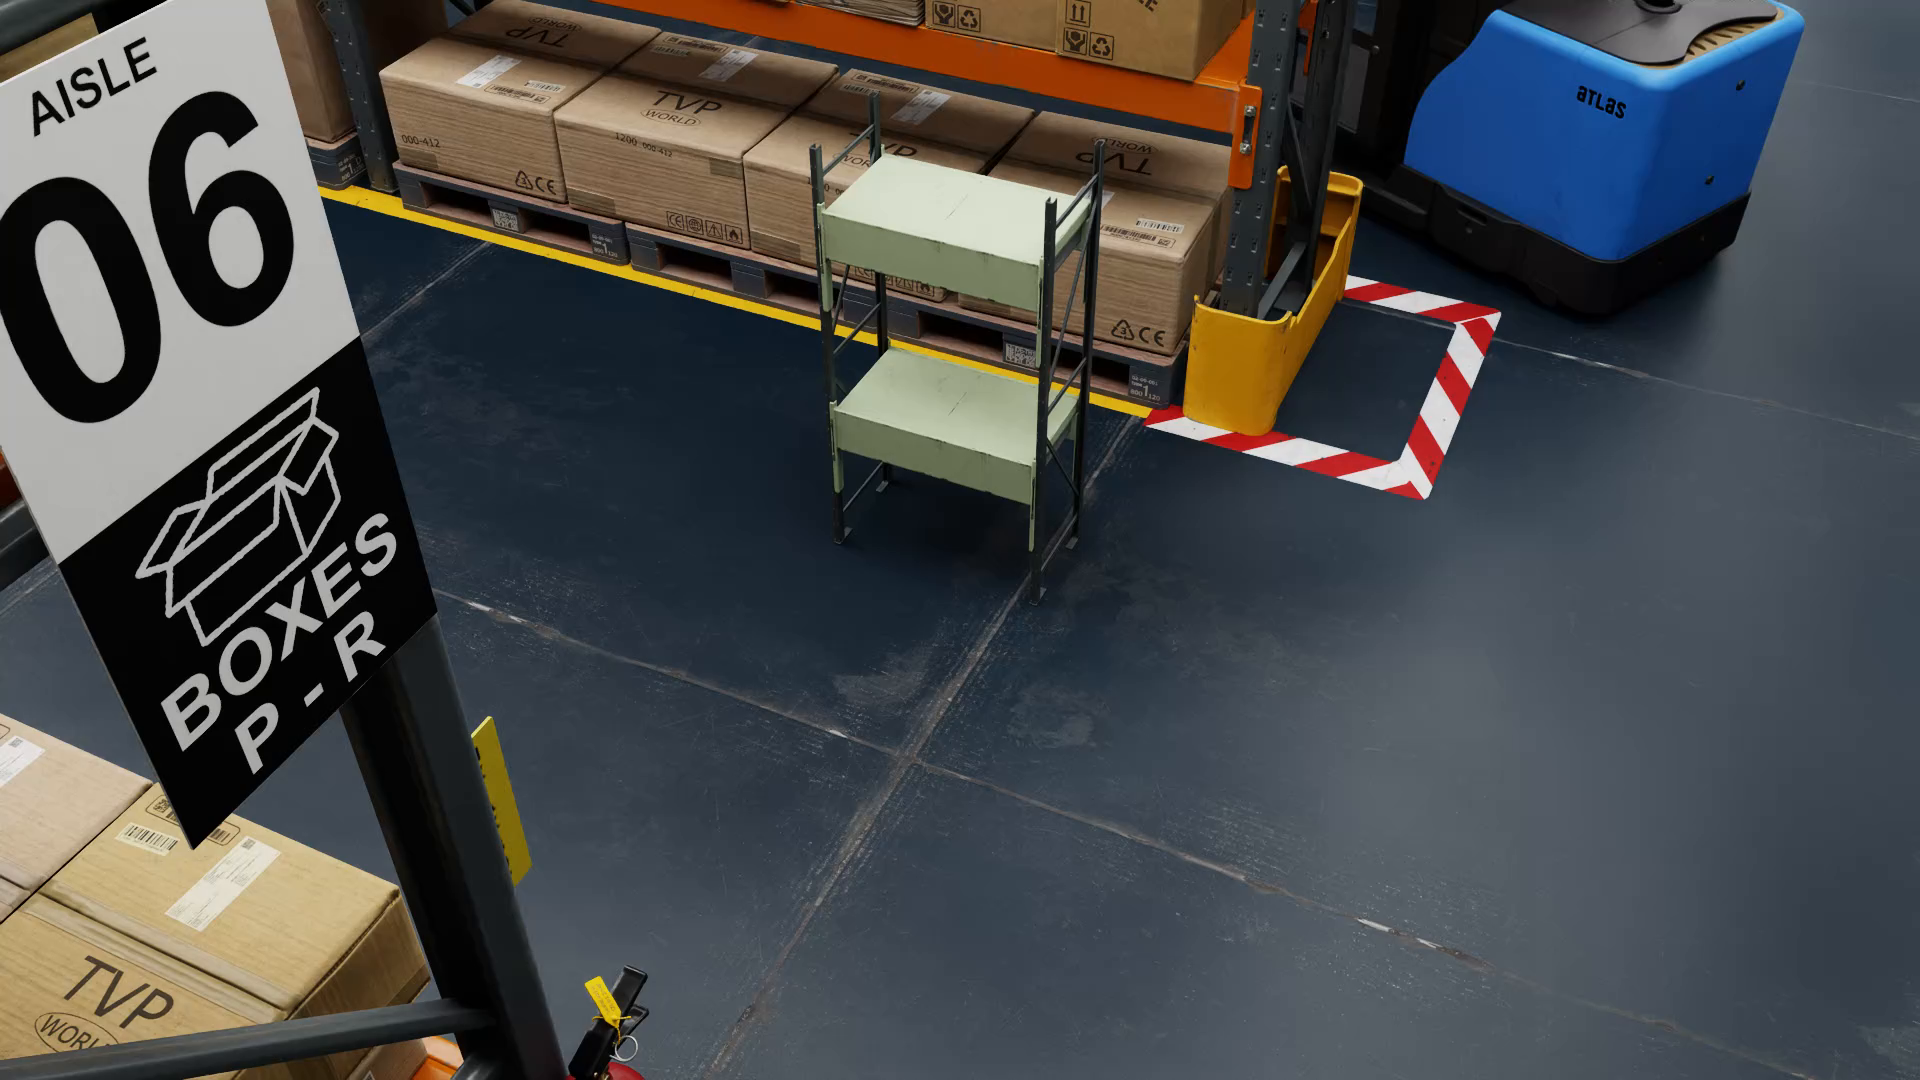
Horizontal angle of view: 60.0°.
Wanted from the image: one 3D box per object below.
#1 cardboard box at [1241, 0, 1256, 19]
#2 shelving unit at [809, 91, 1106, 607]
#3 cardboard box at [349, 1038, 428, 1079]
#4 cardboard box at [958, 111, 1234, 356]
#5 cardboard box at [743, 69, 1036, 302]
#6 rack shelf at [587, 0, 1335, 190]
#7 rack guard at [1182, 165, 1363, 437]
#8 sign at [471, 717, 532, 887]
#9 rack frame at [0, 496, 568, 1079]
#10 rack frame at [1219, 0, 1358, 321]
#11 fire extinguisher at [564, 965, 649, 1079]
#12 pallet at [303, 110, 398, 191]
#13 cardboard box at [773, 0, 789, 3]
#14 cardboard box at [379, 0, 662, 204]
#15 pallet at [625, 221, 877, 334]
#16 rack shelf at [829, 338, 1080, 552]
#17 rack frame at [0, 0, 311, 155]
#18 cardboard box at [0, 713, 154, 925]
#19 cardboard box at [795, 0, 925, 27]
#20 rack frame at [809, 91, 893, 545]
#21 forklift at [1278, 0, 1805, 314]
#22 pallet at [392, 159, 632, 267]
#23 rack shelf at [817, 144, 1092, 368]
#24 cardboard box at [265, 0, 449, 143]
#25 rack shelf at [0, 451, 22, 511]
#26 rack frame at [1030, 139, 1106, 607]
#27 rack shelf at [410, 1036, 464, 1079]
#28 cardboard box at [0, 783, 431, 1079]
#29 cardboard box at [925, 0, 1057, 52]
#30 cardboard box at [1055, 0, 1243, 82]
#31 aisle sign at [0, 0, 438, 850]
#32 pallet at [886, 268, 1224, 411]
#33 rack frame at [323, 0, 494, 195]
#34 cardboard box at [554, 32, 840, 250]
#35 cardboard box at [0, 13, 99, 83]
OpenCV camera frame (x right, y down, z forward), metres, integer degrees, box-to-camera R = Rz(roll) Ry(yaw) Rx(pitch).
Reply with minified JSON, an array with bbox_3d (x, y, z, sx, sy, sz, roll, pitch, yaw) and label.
[{"bbox_3d":[0.890,-2.246,5.975,0.500,0.500,0.500,17,44,18],"label":"cardboard box"},{"bbox_3d":[-0.006,-0.569,5.261,0.755,1.500,0.431,17,44,19],"label":"shelving unit"},{"bbox_3d":[-1.074,0.883,2.633,0.250,0.149,0.380,17,44,18],"label":"cardboard box"},{"bbox_3d":[0.563,-1.219,6.502,0.875,0.438,0.875,16,43,17],"label":"cardboard box"},{"bbox_3d":[-0.270,-1.468,6.789,0.875,0.438,0.875,18,44,20],"label":"cardboard box"},{"bbox_3d":[-0.609,-2.187,6.533,4.000,0.370,1.077,17,44,19],"label":"rack shelf"},{"bbox_3d":[1.225,-0.954,6.469,0.348,0.500,1.175,17,44,19],"label":"rack guard"},{"bbox_3d":[-0.663,0.393,2.346,0.005,0.325,0.100,17,44,19],"label":"sign"},{"bbox_3d":[-0.892,1.042,2.258,0.127,3.000,1.000,17,44,19],"label":"rack frame"},{"bbox_3d":[1.203,-1.905,5.658,0.127,3.000,1.000,17,44,19],"label":"rack frame"},{"bbox_3d":[-0.563,0.978,2.675,0.183,0.674,0.296,17,44,19],"label":"fire extinguisher"},{"bbox_3d":[-3.153,-2.128,8.044,1.213,0.211,1.003,17,44,19],"label":"pallet"},{"bbox_3d":[-0.738,-2.339,6.083,0.500,0.500,0.500,18,44,20],"label":"cardboard box"},{"bbox_3d":[-1.898,-1.966,7.364,0.875,0.438,0.875,16,44,18],"label":"cardboard box"},{"bbox_3d":[-0.656,-1.365,7.164,1.213,0.211,1.003,17,44,19],"label":"pallet"},{"bbox_3d":[-0.006,-0.322,5.474,0.720,0.370,0.431,17,44,19],"label":"rack shelf"},{"bbox_3d":[-0.892,-1.225,0.293,0.127,3.000,1.000,17,44,19],"label":"rack frame"},{"bbox_3d":[-1.646,0.561,2.700,0.500,0.250,0.500,17,44,19],"label":"cardboard box"},{"bbox_3d":[-0.264,-2.204,5.926,0.500,0.500,0.500,18,44,20],"label":"cardboard box"},{"bbox_3d":[-0.338,-0.670,5.378,0.023,1.500,0.400,17,44,19],"label":"rack frame"},{"bbox_3d":[2.029,-2.928,6.890,1.130,2.935,3.031,-27,48,-28],"label":"forklift"},{"bbox_3d":[-1.765,-1.702,7.553,1.213,0.211,1.003,17,44,19],"label":"pallet"},{"bbox_3d":[-0.006,-0.863,5.005,0.720,0.370,0.431,17,44,19],"label":"rack shelf"},{"bbox_3d":[-3.017,-2.493,7.638,0.875,0.875,0.875,18,44,20],"label":"cardboard box"},{"bbox_3d":[-2.704,-0.374,2.150,4.000,0.370,1.077,17,44,19],"label":"rack shelf"},{"bbox_3d":[0.326,-0.467,5.144,0.023,1.500,0.400,17,44,19],"label":"rack frame"},{"bbox_3d":[-2.704,0.760,3.132,4.000,0.370,1.077,17,44,19],"label":"rack shelf"},{"bbox_3d":[-1.189,0.701,2.539,0.500,0.250,0.500,17,44,19],"label":"cardboard box"},{"bbox_3d":[0.206,-2.068,5.769,0.500,0.500,0.500,16,43,18],"label":"cardboard box"},{"bbox_3d":[0.654,-1.920,5.598,0.500,0.500,0.500,17,44,19],"label":"cardboard box"},{"bbox_3d":[-0.706,-0.096,1.586,0.004,0.787,0.394,17,44,19],"label":"aisle sign"},{"bbox_3d":[0.446,-1.027,6.773,1.213,0.211,1.003,17,44,19],"label":"pallet"},{"bbox_3d":[-2.421,-3.013,6.936,0.127,3.000,1.000,17,44,19],"label":"rack frame"},{"bbox_3d":[-1.086,-1.718,7.078,0.875,0.438,0.875,16,43,17],"label":"cardboard box"},{"bbox_3d":[-1.178,-0.432,1.556,0.500,0.250,0.500,17,44,18],"label":"cardboard box"}]
